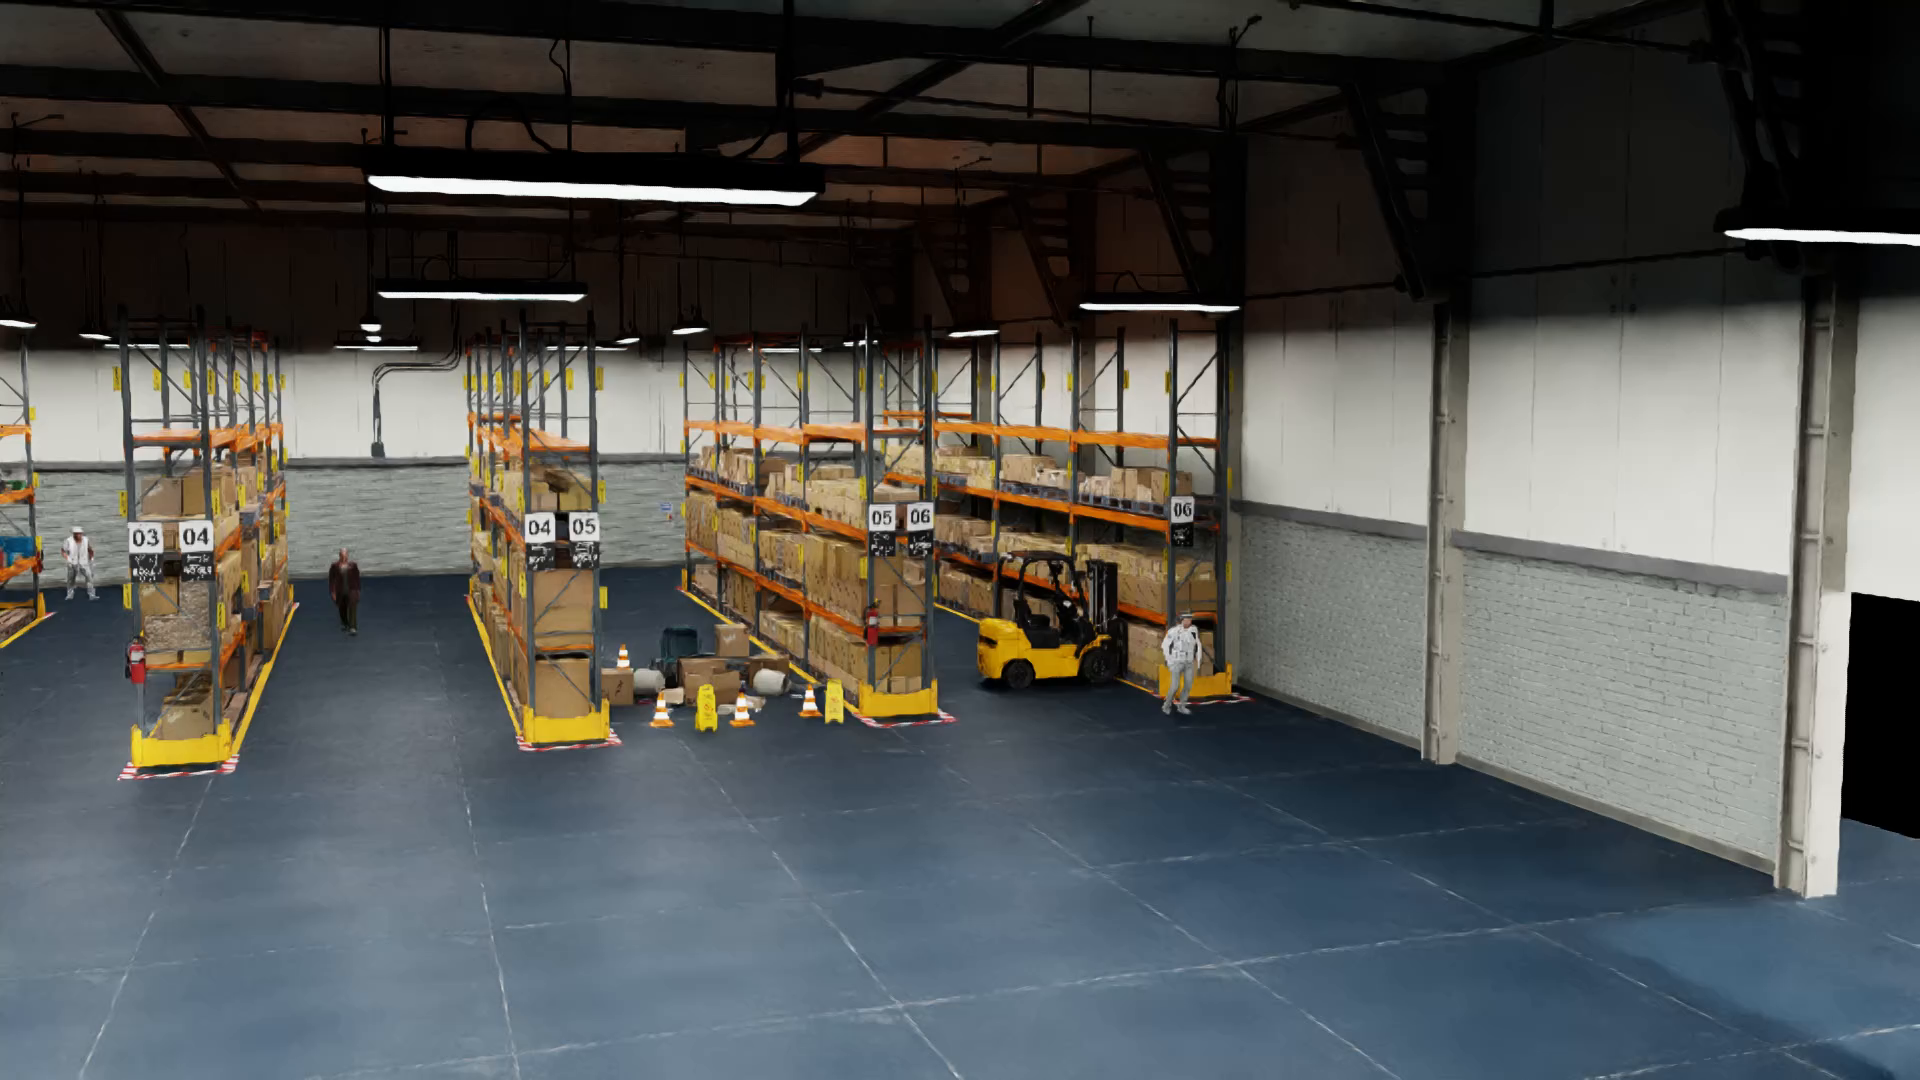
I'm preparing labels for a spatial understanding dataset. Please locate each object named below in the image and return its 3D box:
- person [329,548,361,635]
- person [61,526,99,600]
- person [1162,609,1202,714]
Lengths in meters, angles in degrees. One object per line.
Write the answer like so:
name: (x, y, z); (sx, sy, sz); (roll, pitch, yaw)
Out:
person: (-12.209, 1.008, 33.016); (0.598, 1.698, 1.193); (-2, 6, -16)
person: (-20.235, 0.520, 38.176); (0.703, 1.718, 0.843); (-4, 7, -35)
person: (3.341, 1.824, 25.049); (0.639, 1.632, 0.506); (-2, 6, -20)
